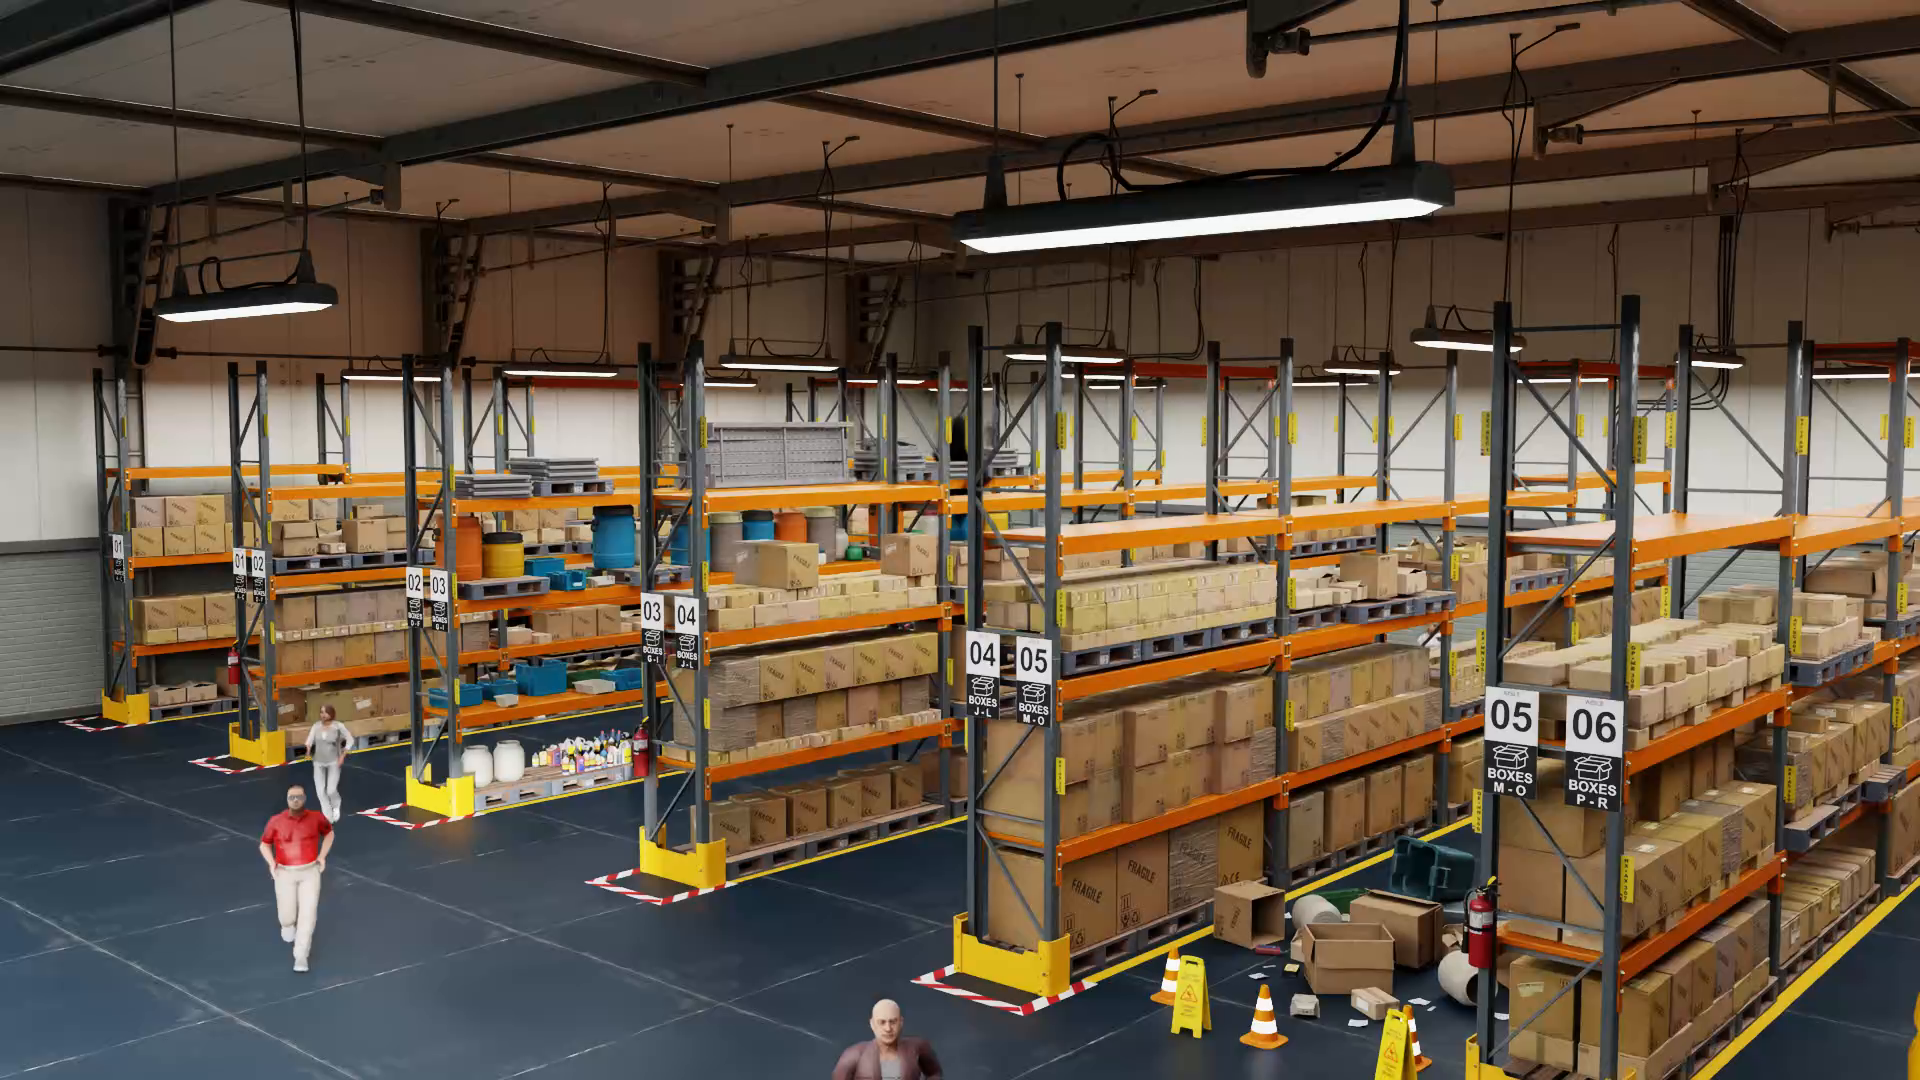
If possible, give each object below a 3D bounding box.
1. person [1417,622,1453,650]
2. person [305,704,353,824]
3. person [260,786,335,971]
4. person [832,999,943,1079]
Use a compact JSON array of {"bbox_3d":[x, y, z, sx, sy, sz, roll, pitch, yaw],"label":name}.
[{"bbox_3d":[8.219,2.184,28.938,0.590,1.682,0.791,3,5,31],"label":"person"},{"bbox_3d":[-7.981,2.852,20.925,0.561,1.571,0.522,0,4,0],"label":"person"},{"bbox_3d":[-6.260,3.163,15.748,0.663,1.689,0.798,-2,5,-24],"label":"person"},{"bbox_3d":[-0.422,3.569,9.754,0.709,1.762,0.911,-1,4,-9],"label":"person"}]
